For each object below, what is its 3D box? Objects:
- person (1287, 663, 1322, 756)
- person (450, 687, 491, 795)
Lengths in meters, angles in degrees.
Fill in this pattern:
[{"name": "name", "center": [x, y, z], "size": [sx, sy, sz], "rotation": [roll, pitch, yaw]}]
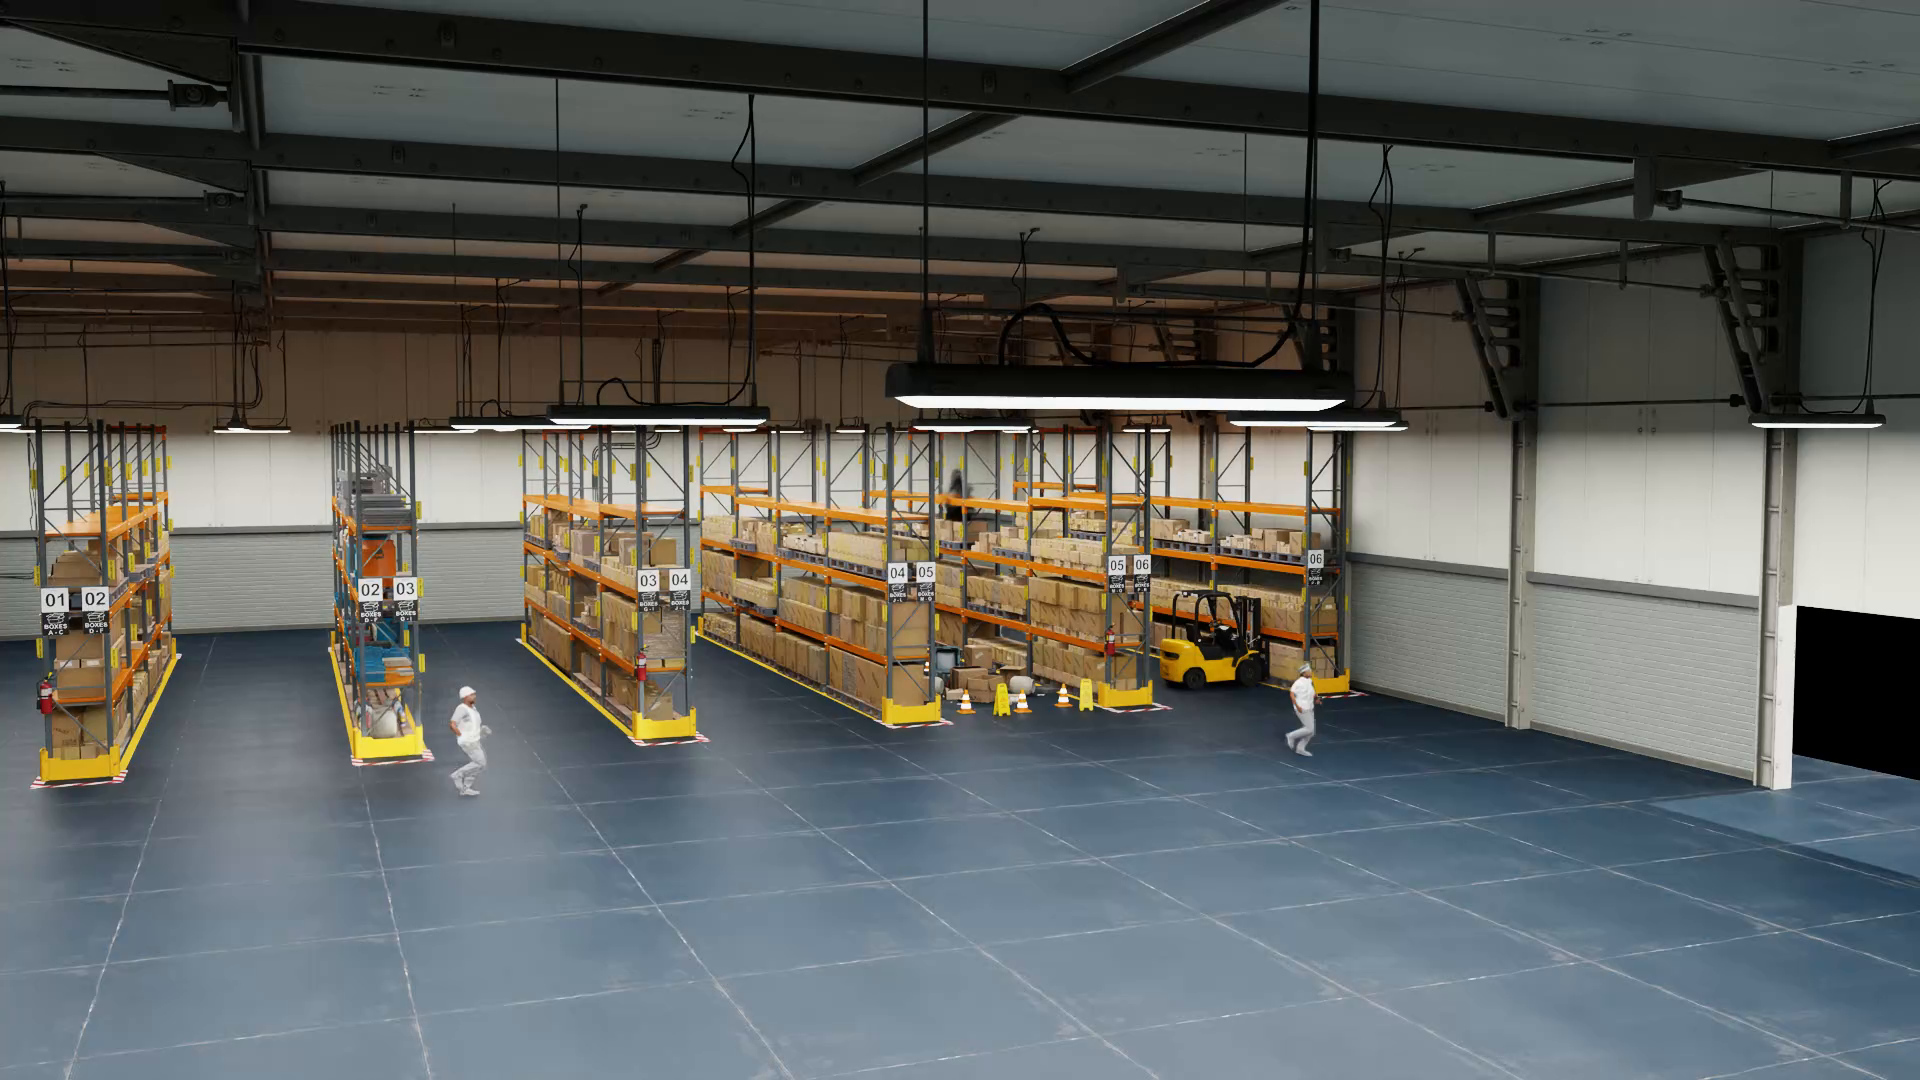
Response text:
[{"name": "person", "center": [6.179, 3.035, 29.802], "size": [0.568, 1.671, 0.605], "rotation": [2, 4, 34]}, {"name": "person", "center": [-7.782, 3.199, 26.459], "size": [0.592, 1.734, 0.683], "rotation": [0, 4, -2]}]
